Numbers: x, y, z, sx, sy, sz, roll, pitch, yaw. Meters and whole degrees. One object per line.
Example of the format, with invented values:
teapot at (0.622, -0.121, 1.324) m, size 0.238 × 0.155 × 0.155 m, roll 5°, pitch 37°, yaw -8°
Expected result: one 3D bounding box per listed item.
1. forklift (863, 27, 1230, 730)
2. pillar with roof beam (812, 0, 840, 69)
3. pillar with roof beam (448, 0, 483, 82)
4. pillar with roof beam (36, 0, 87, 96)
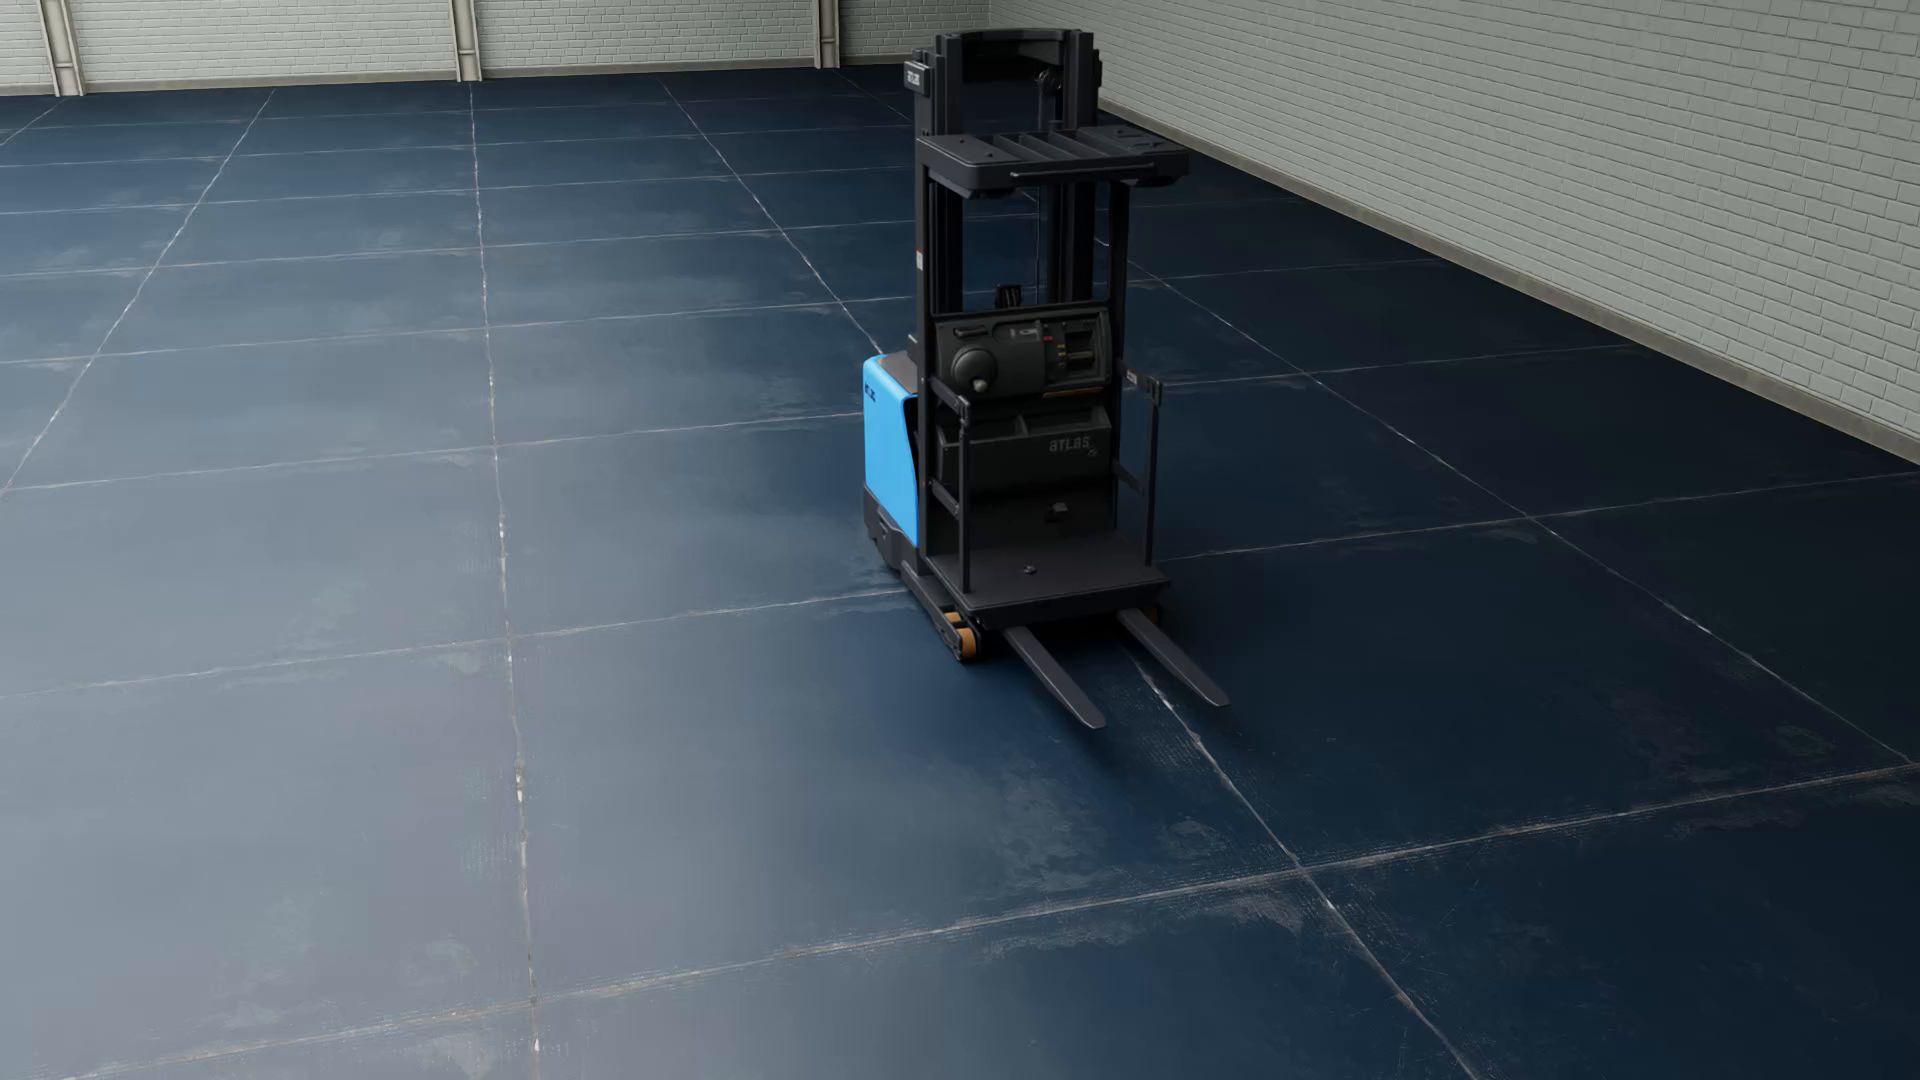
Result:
forklift at (0.400, -0.923, 8.184) m, size 1.130 × 2.935 × 3.031 m, roll -8°, pitch 24°, yaw -18°
pillar with roof beam at (-1.149, -10.732, 23.348) m, size 0.400 × 9.000 × 9.100 m, roll -6°, pitch 24°, yaw -14°
pillar with roof beam at (-6.926, -10.092, 21.859) m, size 0.400 × 9.000 × 9.100 m, roll -6°, pitch 24°, yaw -14°
pillar with roof beam at (-12.702, -9.453, 20.370) m, size 0.400 × 9.000 × 9.100 m, roll -6°, pitch 24°, yaw -14°
